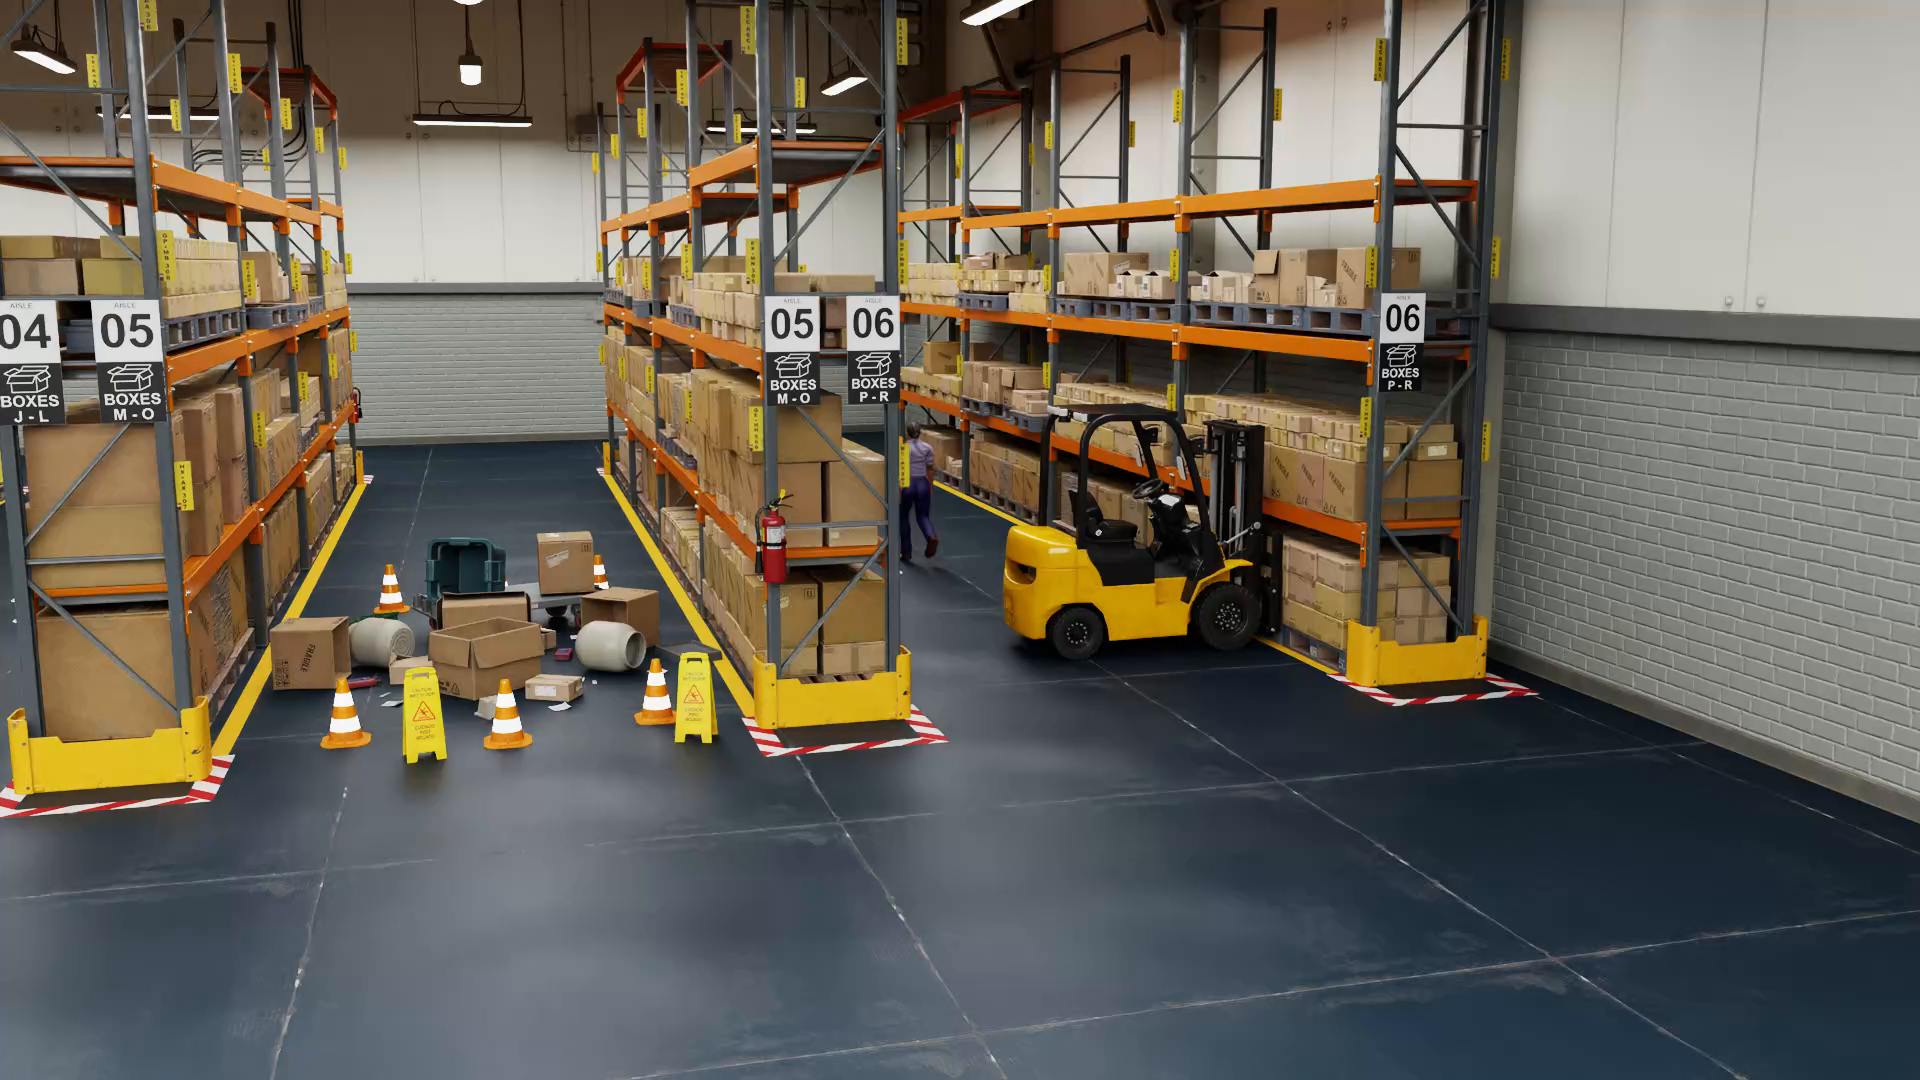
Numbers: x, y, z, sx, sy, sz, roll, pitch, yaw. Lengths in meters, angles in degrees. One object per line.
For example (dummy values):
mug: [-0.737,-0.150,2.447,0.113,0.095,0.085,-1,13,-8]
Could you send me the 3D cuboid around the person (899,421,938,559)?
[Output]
person: [-0.510,-0.561,19.263,0.487,1.608,0.716,-4,10,-24]
